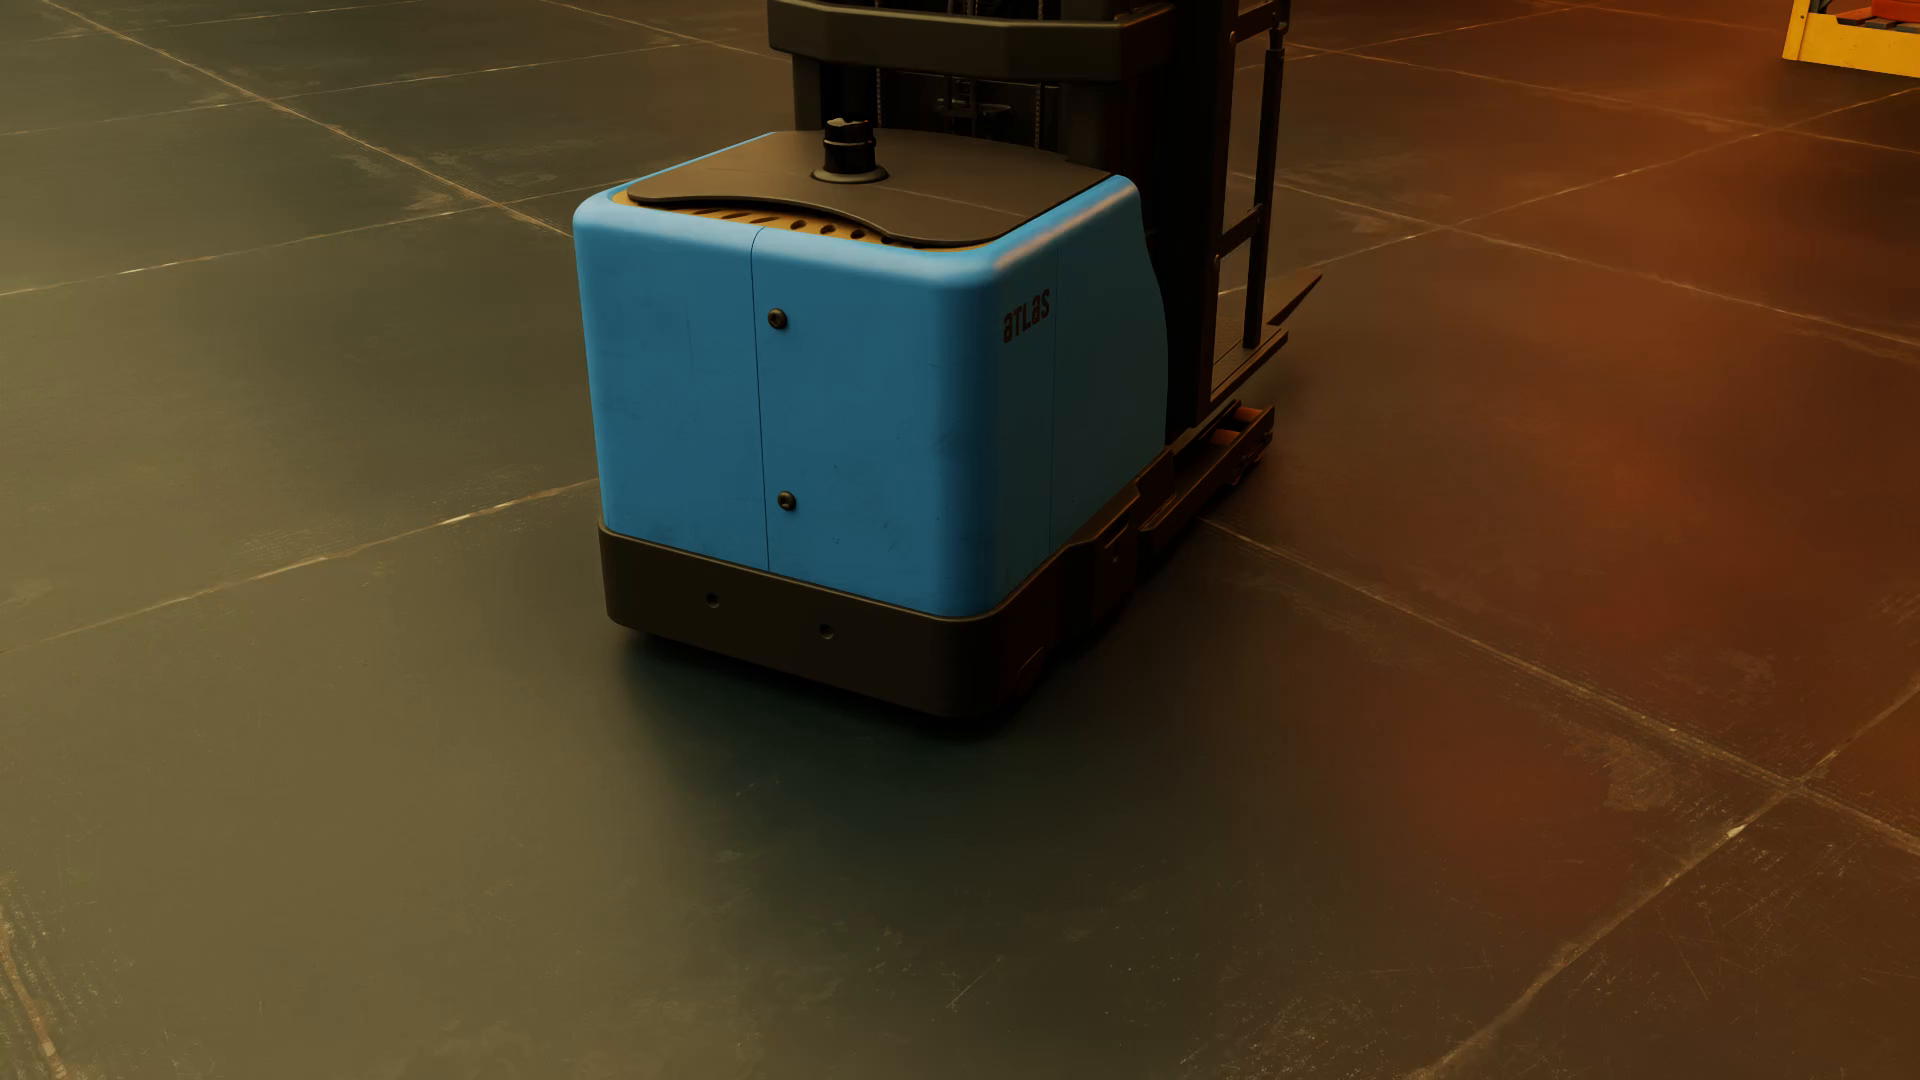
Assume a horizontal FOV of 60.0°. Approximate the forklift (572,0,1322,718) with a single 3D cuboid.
[{"bbox_3d":[0.285,-1.552,4.331,1.130,2.935,3.031,13,29,25],"label":"forklift"}]
